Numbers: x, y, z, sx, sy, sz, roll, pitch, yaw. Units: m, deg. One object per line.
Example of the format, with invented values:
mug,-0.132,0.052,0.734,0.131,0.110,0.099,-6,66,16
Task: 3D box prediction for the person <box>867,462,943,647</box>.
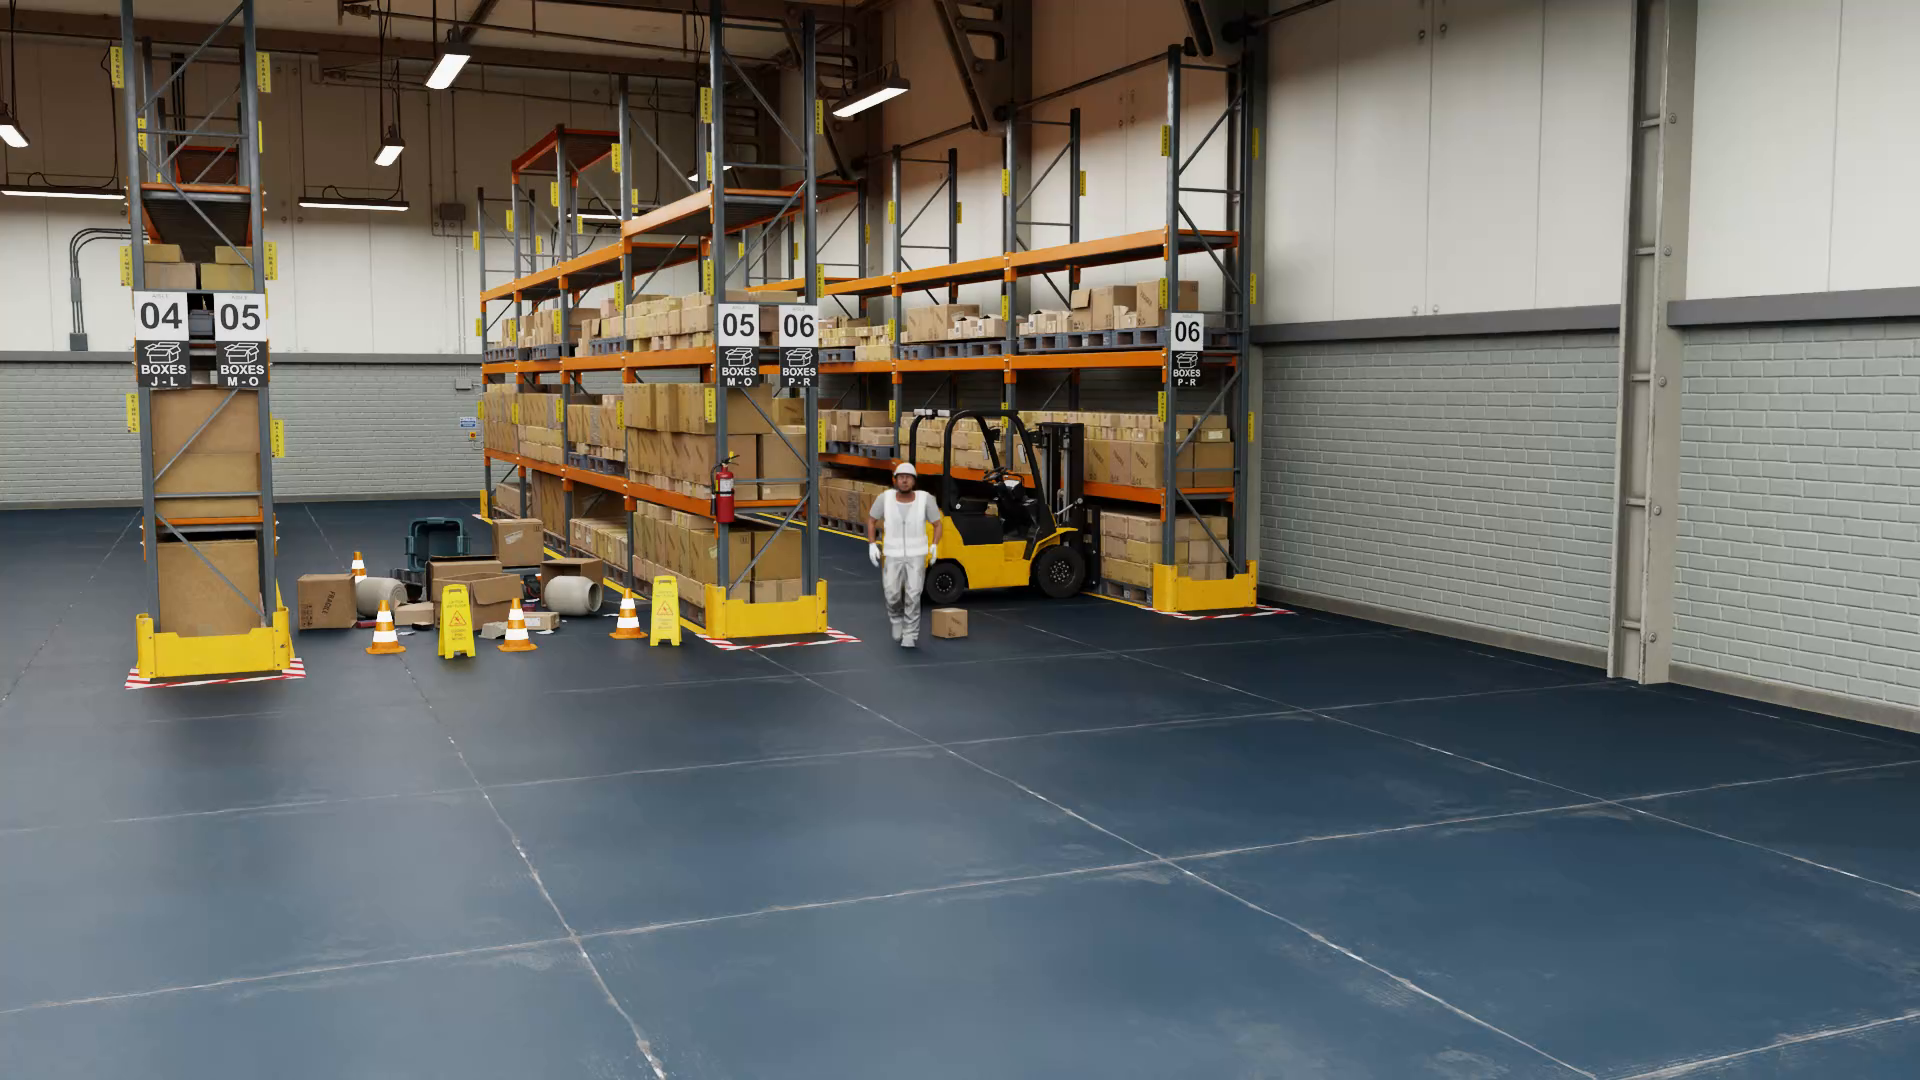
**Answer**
person,-0.513,0.134,15.431,0.711,1.718,0.575,0,5,1
